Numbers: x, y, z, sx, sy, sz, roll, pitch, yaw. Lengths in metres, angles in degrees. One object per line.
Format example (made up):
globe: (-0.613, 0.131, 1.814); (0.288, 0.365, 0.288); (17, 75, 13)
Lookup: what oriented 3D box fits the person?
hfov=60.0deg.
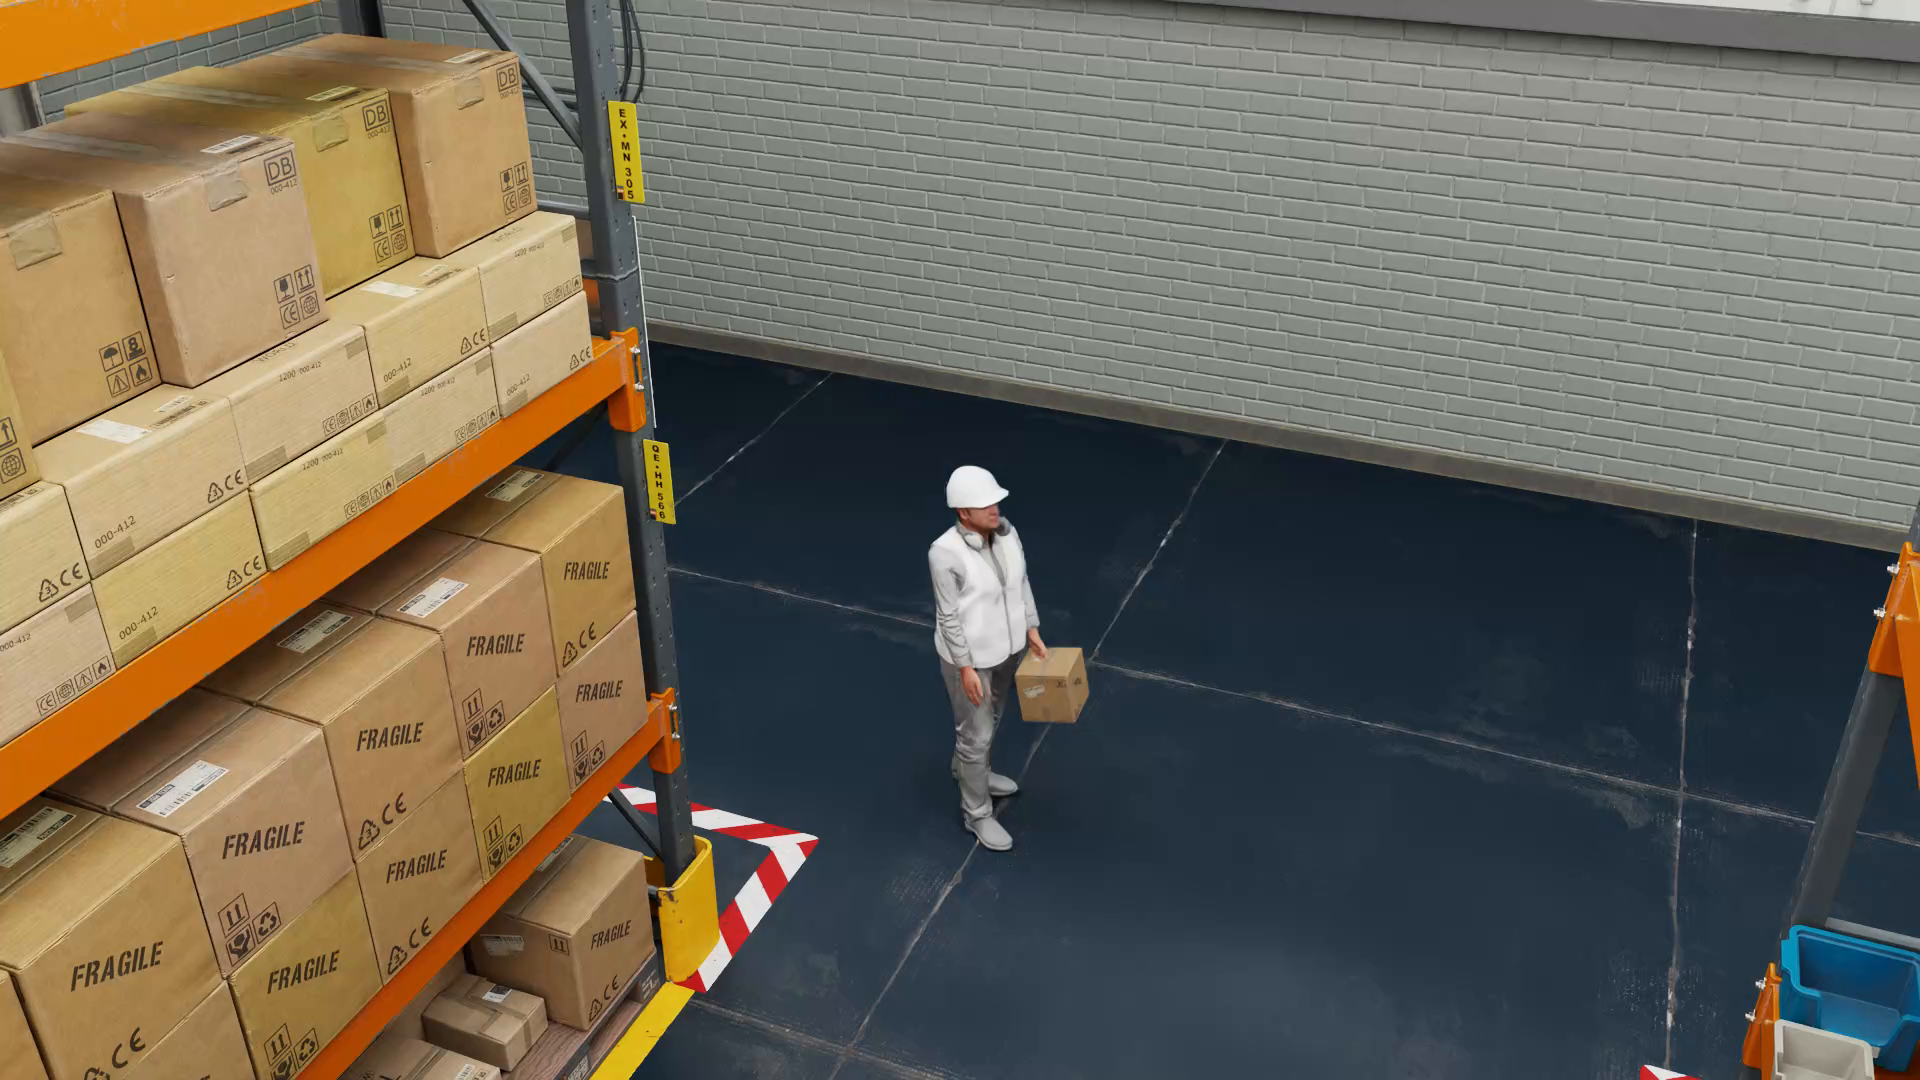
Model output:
person: (0.153, 0.504, 7.475); (0.545, 1.777, 0.560); (23, 37, 35)
